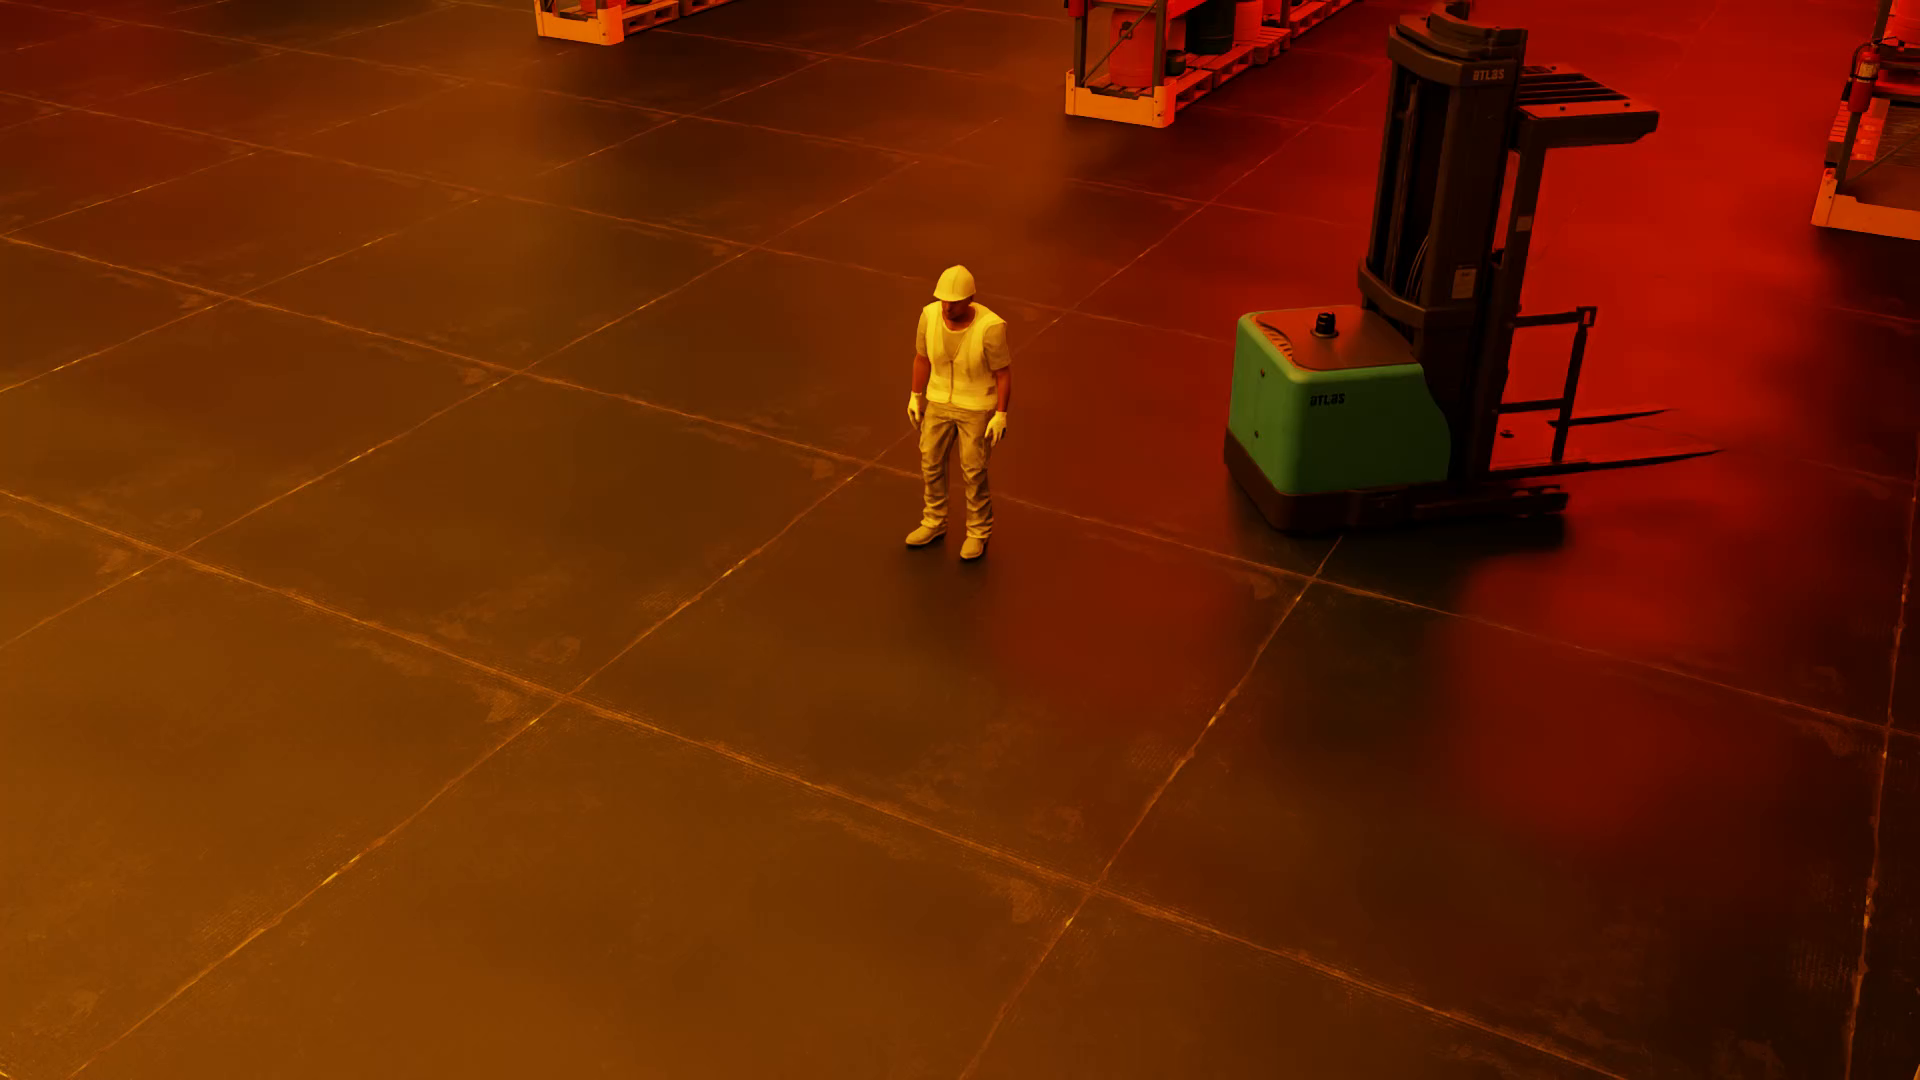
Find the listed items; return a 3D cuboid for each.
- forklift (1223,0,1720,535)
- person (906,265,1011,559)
[{"bbox_3d":[3.272,-1.659,9.945,3.031,2.935,1.130,-6,30,-10],"label":"forklift"},{"bbox_3d":[-0.013,-0.748,9.529,0.617,1.773,0.449,14,33,23],"label":"person"}]
